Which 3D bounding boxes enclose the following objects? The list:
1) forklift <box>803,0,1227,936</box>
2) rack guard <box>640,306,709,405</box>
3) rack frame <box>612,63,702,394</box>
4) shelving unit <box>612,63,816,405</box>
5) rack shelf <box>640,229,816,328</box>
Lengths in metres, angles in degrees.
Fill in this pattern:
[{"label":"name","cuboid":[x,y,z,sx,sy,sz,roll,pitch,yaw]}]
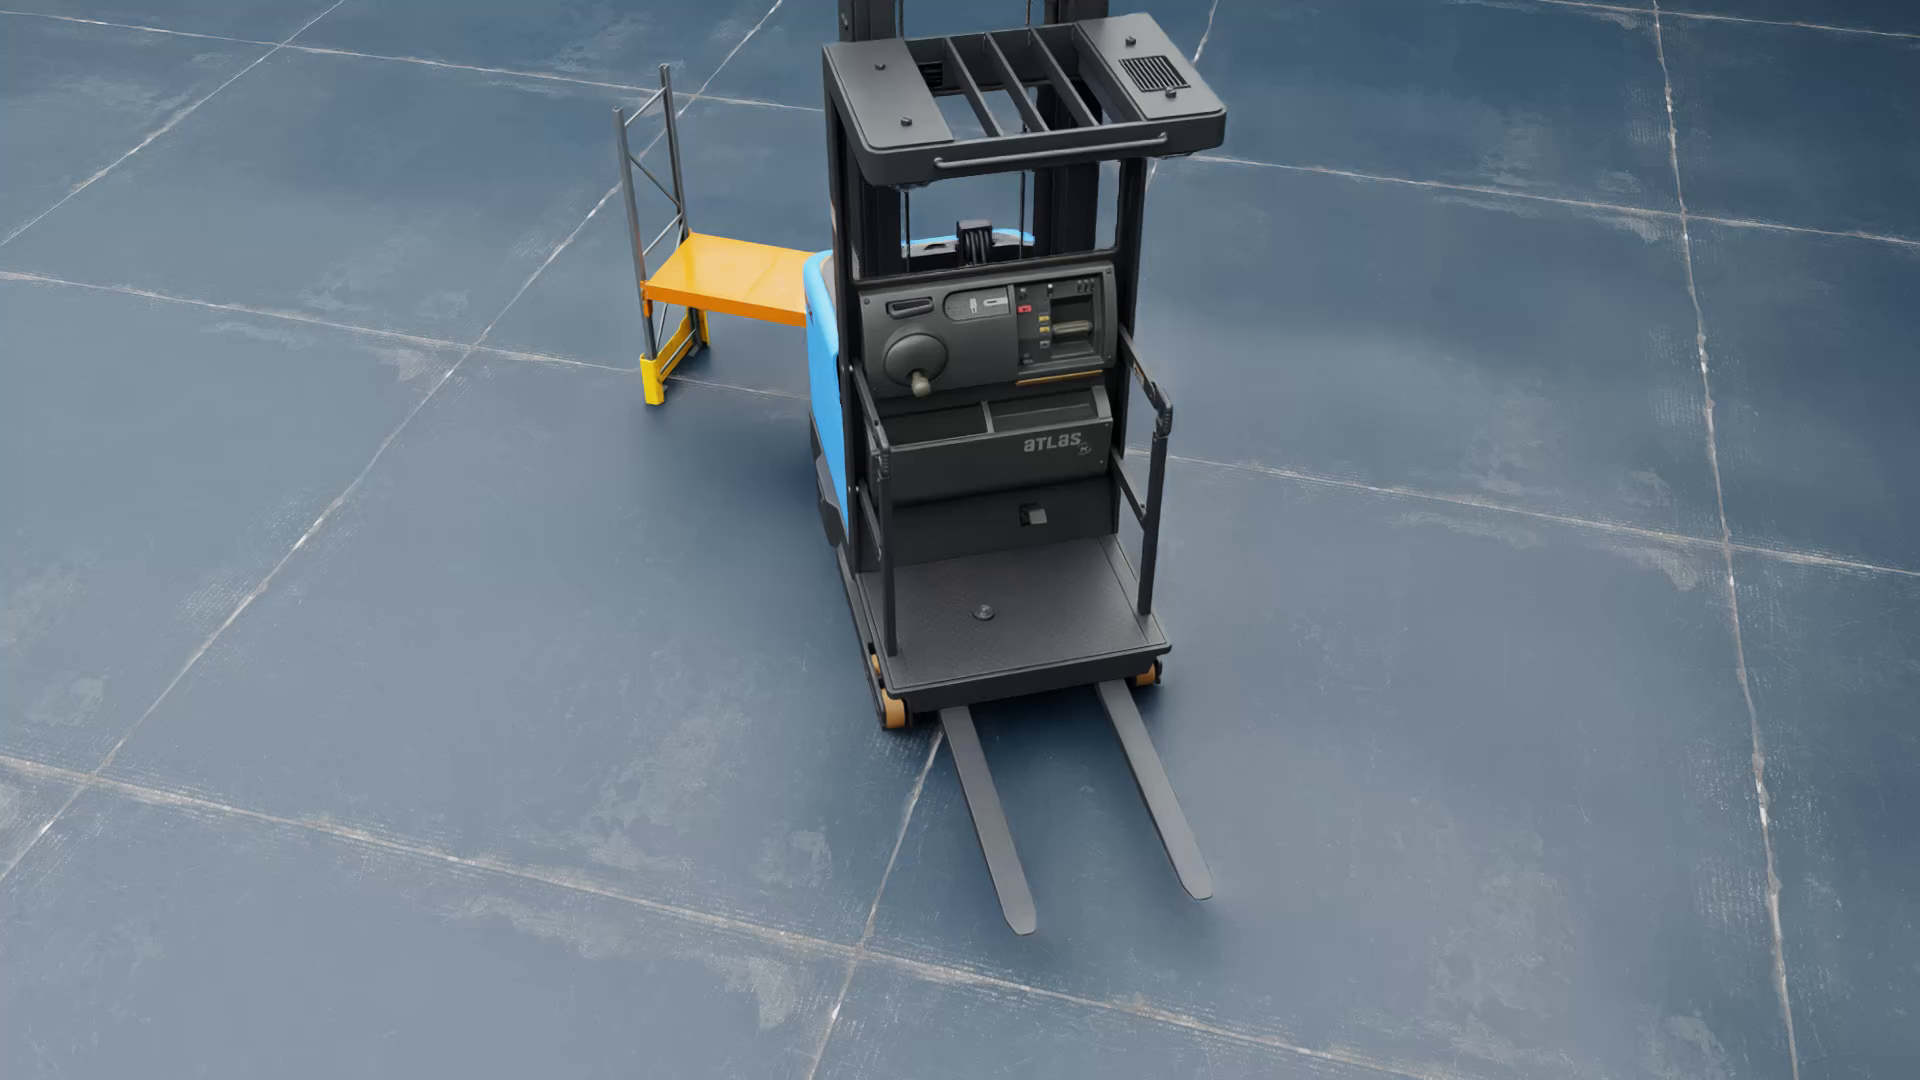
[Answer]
[{"label":"forklift","cuboid":[0.161,-0.669,5.767,1.130,2.935,3.031,-9,41,-10]},{"label":"rack guard","cuboid":[-1.396,-0.931,8.165,0.087,0.250,0.587,12,41,14]},{"label":"rack frame","cuboid":[-1.397,-1.410,7.763,0.032,1.500,0.500,12,41,14]},{"label":"shelving unit","cuboid":[-0.922,-1.311,7.645,1.083,1.500,0.587,12,41,14]},{"label":"rack shelf","cuboid":[-0.913,-1.171,7.758,1.000,0.185,0.538,12,41,14]}]
